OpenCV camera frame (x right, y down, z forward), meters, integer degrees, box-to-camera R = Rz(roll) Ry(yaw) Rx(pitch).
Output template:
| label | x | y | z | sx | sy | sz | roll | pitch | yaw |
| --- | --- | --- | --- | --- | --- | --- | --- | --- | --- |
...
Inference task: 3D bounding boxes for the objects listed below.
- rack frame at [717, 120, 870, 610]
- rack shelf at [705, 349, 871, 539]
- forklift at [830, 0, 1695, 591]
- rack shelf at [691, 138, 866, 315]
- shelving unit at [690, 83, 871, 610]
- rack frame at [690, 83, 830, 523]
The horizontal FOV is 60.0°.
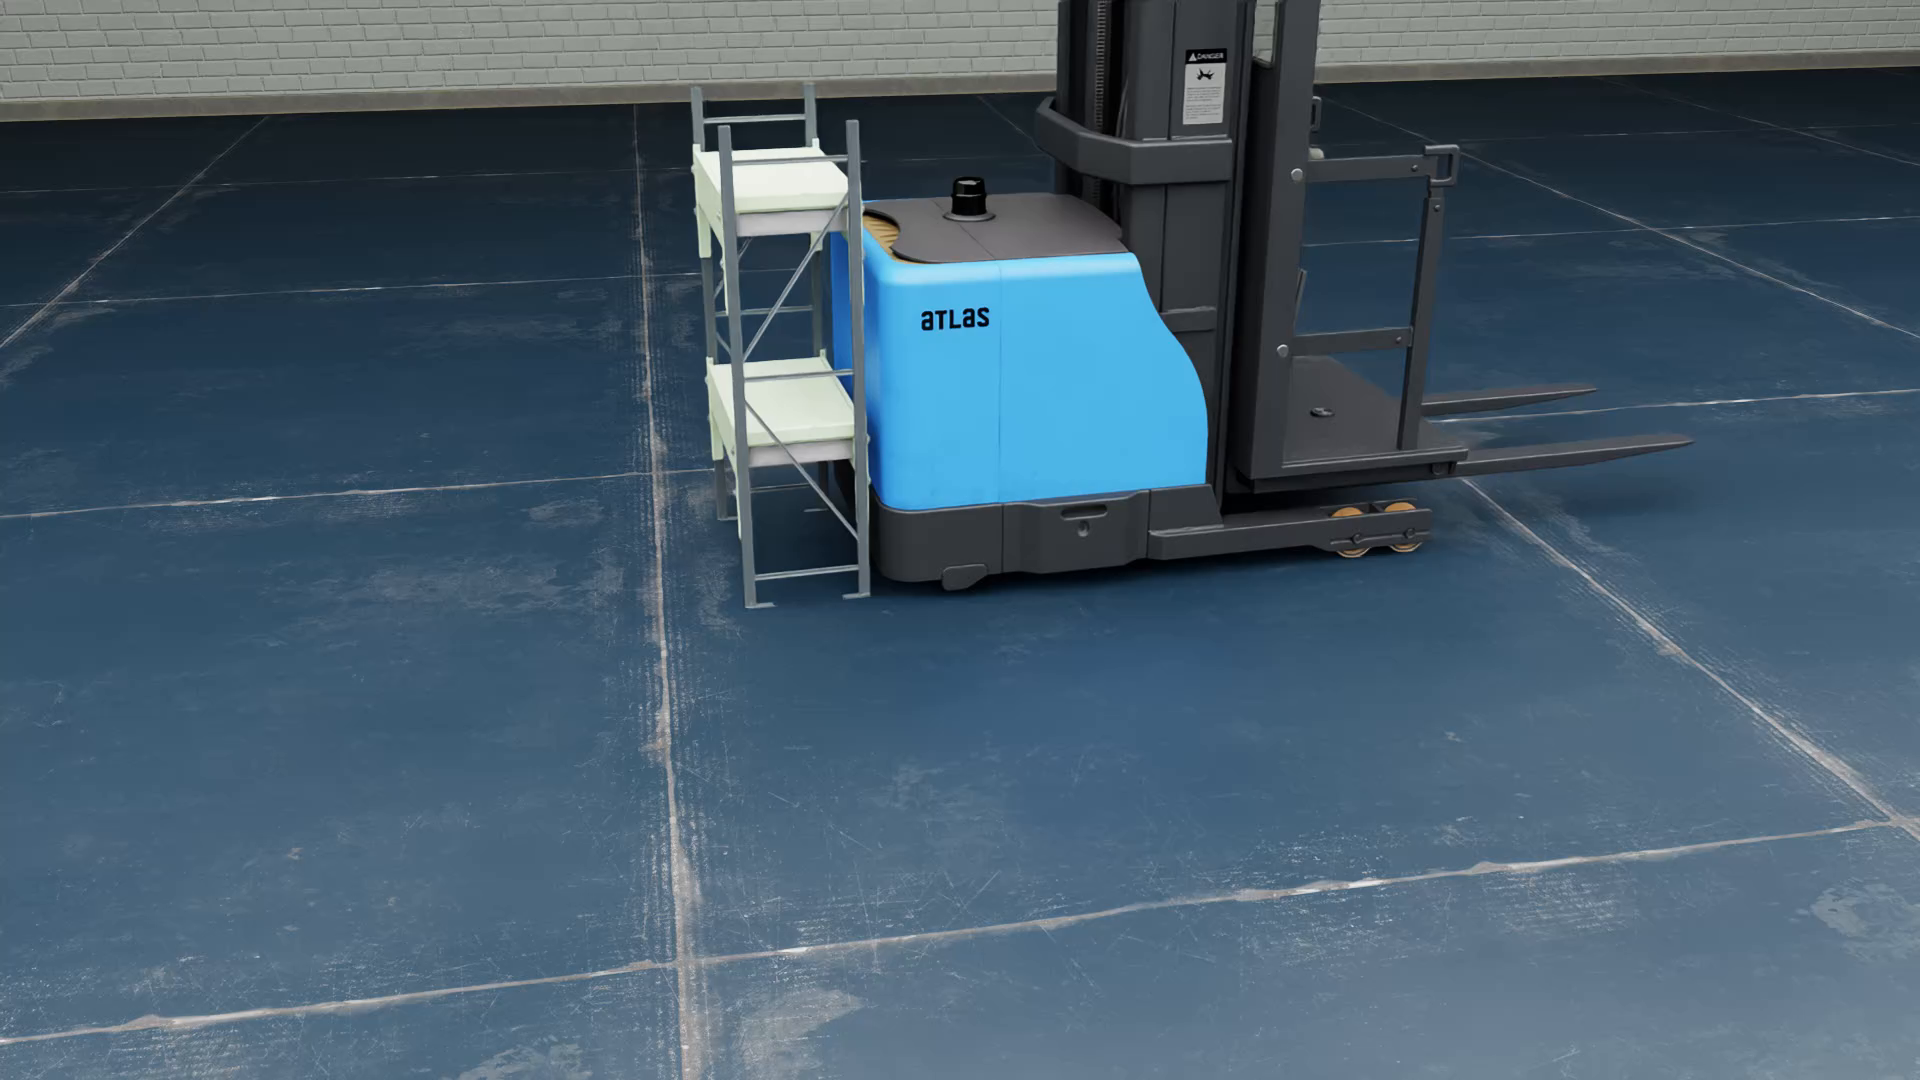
| label | x | y | z | sx | sy | sz | roll | pitch | yaw |
| --- | --- | --- | --- | --- | --- | --- | --- | --- | --- |
| rack frame | -0.484 | -0.489 | 4.997 | 0.400 | 1.500 | 0.023 | -6 | 24 | -13 |
| rack shelf | -0.575 | -0.333 | 5.452 | 0.431 | 0.370 | 0.720 | -6 | 24 | -13 |
| forklift | 1.112 | -1.482 | 5.481 | 3.031 | 2.935 | 1.130 | -6 | 24 | -13 |
| rack shelf | -0.575 | -0.989 | 5.165 | 0.431 | 0.370 | 0.720 | -6 | 24 | -13 |
| shelving unit | -0.575 | -0.631 | 5.322 | 0.431 | 1.500 | 0.755 | -6 | 24 | -13 |
| rack frame | -0.666 | -0.773 | 5.646 | 0.400 | 1.500 | 0.023 | -6 | 24 | -13 |
